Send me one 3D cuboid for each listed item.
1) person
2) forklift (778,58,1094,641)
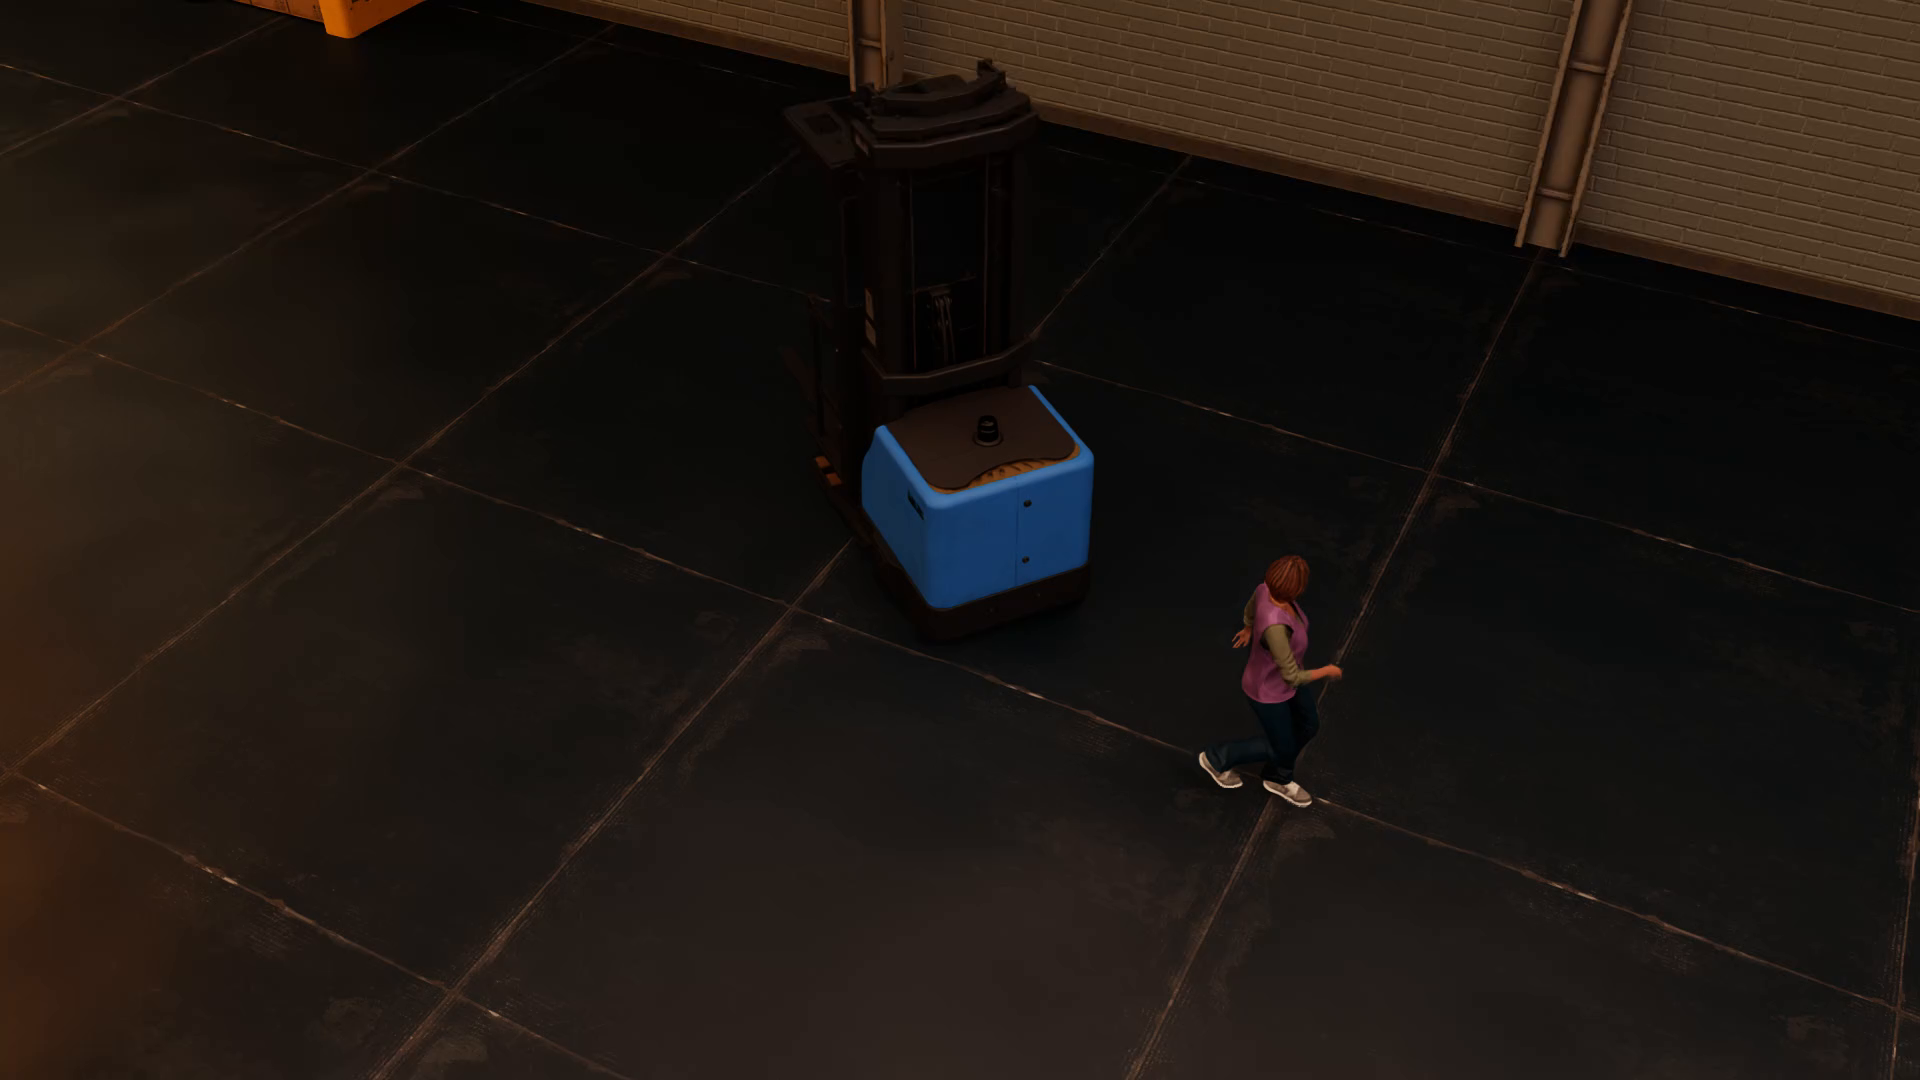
[{"bbox_3d":[1.575,0.691,8.273,0.613,1.524,0.529,16,43,18],"label":"person"},{"bbox_3d":[-0.318,-1.493,9.759,1.130,2.935,3.031,-17,43,-19],"label":"forklift"}]
